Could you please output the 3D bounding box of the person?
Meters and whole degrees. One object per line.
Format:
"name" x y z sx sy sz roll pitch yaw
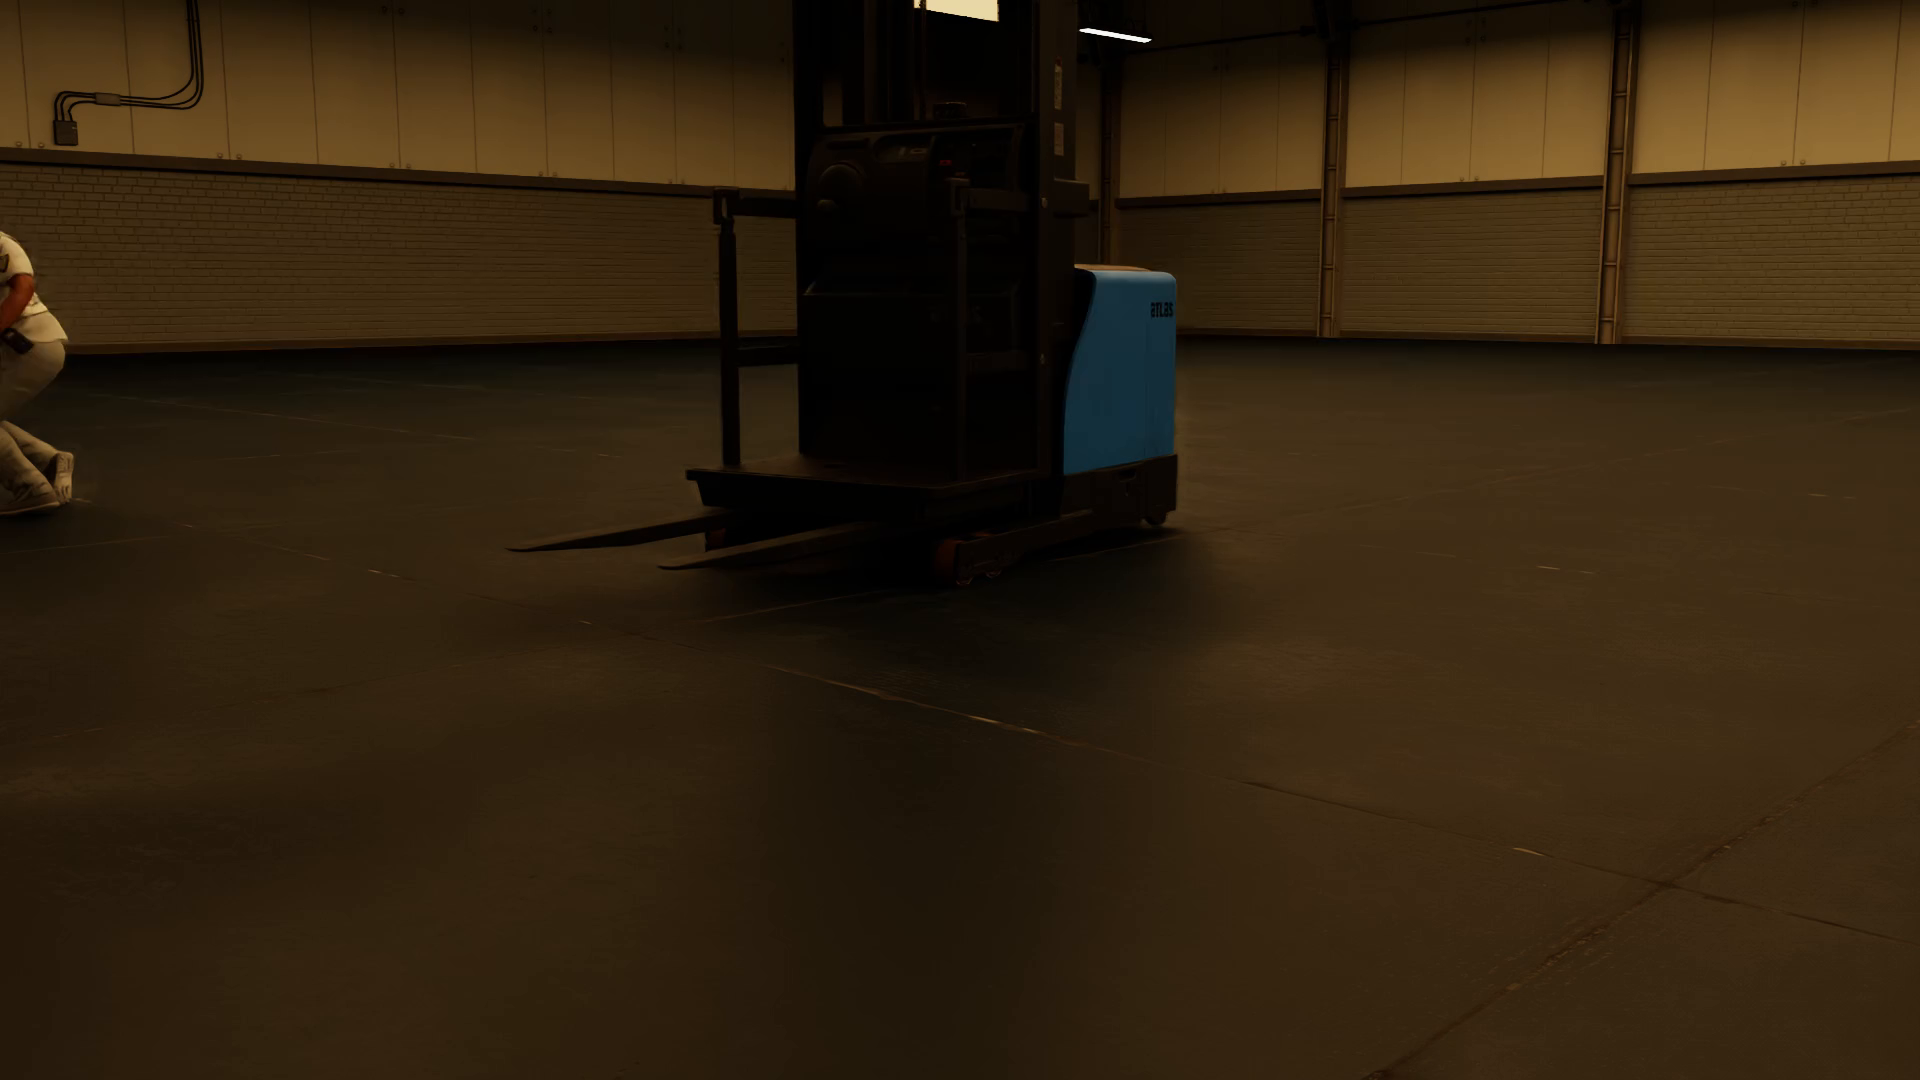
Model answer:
"person" -4.319 -0.842 7.528 0.510 1.508 0.884 -6 10 -35

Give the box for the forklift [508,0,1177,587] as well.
"forklift" -0.286 -1.367 5.952 1.130 2.935 3.031 5 10 32
